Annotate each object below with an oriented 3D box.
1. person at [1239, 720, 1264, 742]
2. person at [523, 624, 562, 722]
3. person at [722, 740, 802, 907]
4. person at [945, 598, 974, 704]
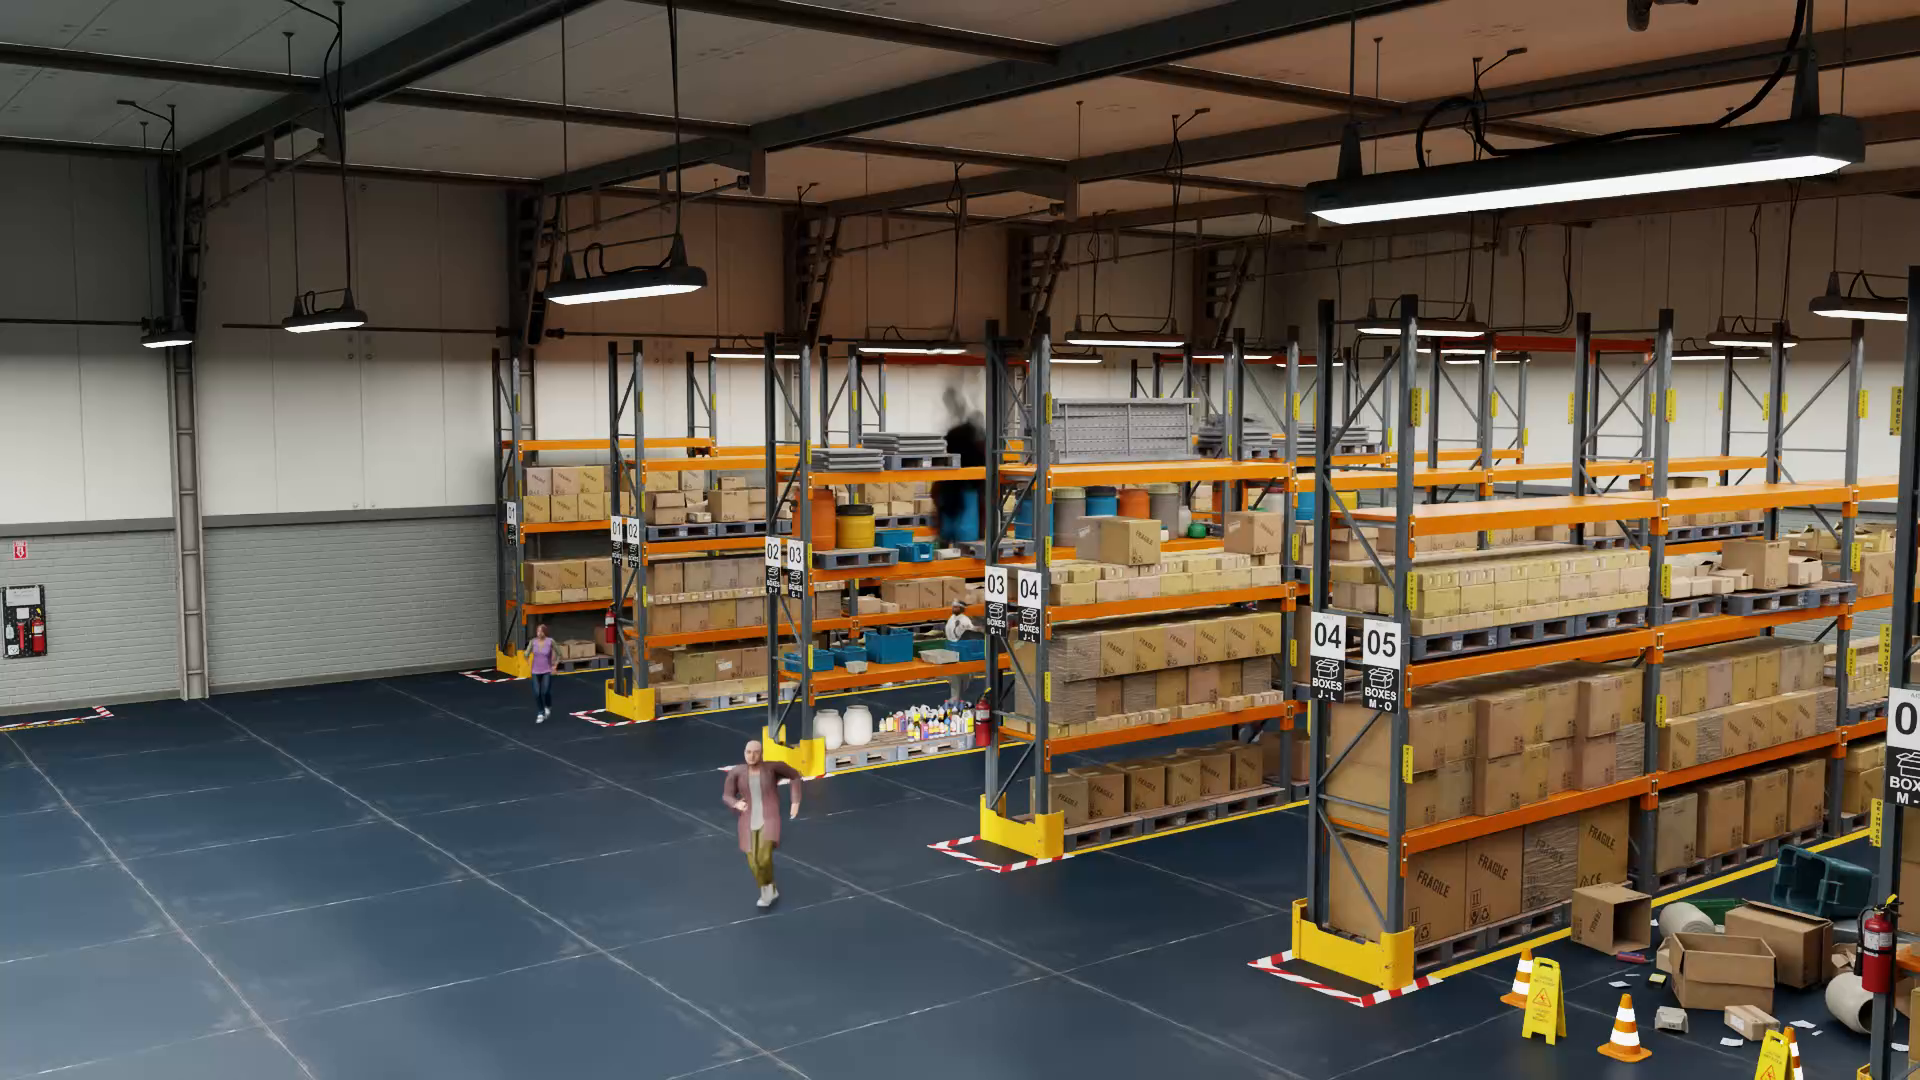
[{"bbox_3d":[4.168,2.168,24.217,0.917,1.633,0.529,-4,7,-40],"label":"person"},{"bbox_3d":[-6.554,2.092,26.044,0.577,1.566,0.584,0,5,-2],"label":"person"},{"bbox_3d":[-1.978,2.882,16.535,0.759,1.638,0.793,0,5,4],"label":"person"},{"bbox_3d":[0.004,1.743,26.394,0.577,1.671,0.582,-4,7,-40],"label":"person"}]
